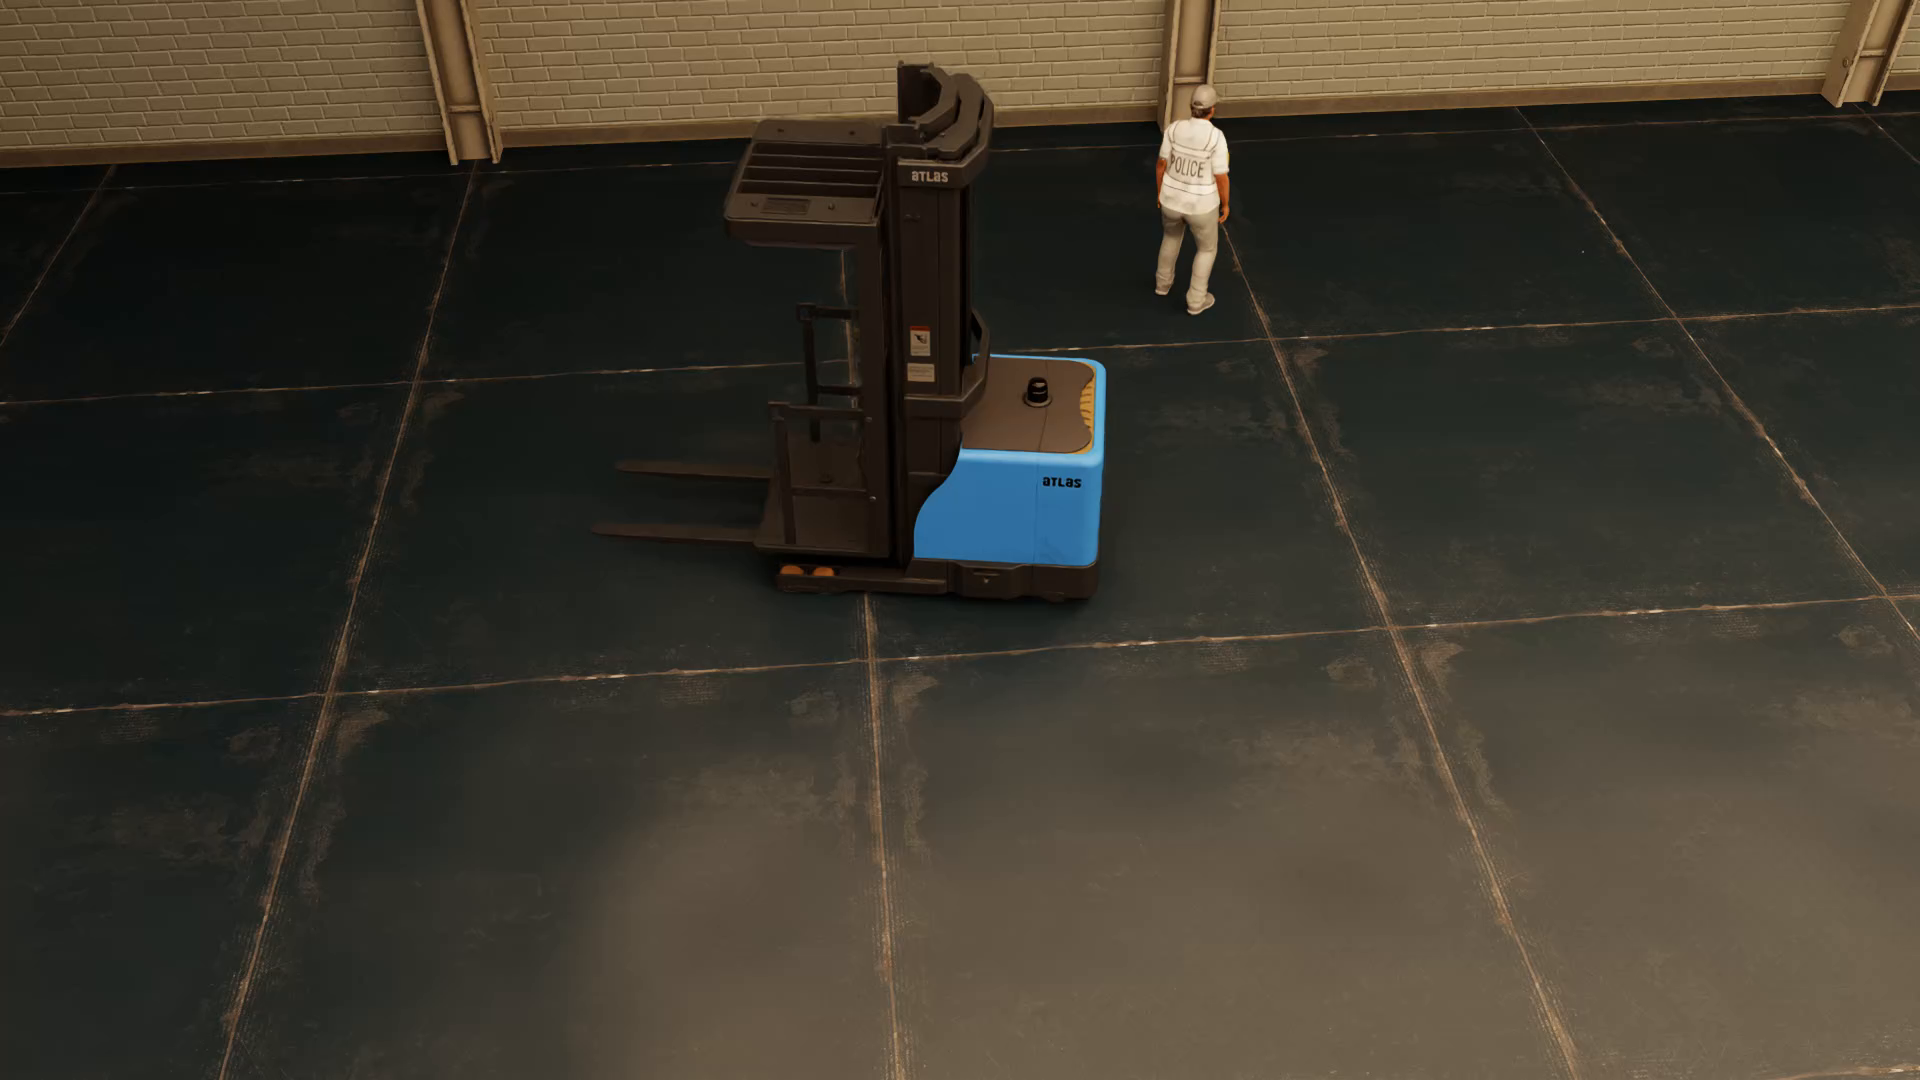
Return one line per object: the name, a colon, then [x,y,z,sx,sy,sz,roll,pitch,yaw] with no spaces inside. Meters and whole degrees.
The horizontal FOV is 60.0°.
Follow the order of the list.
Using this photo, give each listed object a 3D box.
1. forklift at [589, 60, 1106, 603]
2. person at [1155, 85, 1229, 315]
forklift: [-0.676,-1.132,9.261,3.031,2.935,1.130,3,41,4]
person: [1.650,-2.402,11.741,0.543,1.679,0.437,22,45,24]
